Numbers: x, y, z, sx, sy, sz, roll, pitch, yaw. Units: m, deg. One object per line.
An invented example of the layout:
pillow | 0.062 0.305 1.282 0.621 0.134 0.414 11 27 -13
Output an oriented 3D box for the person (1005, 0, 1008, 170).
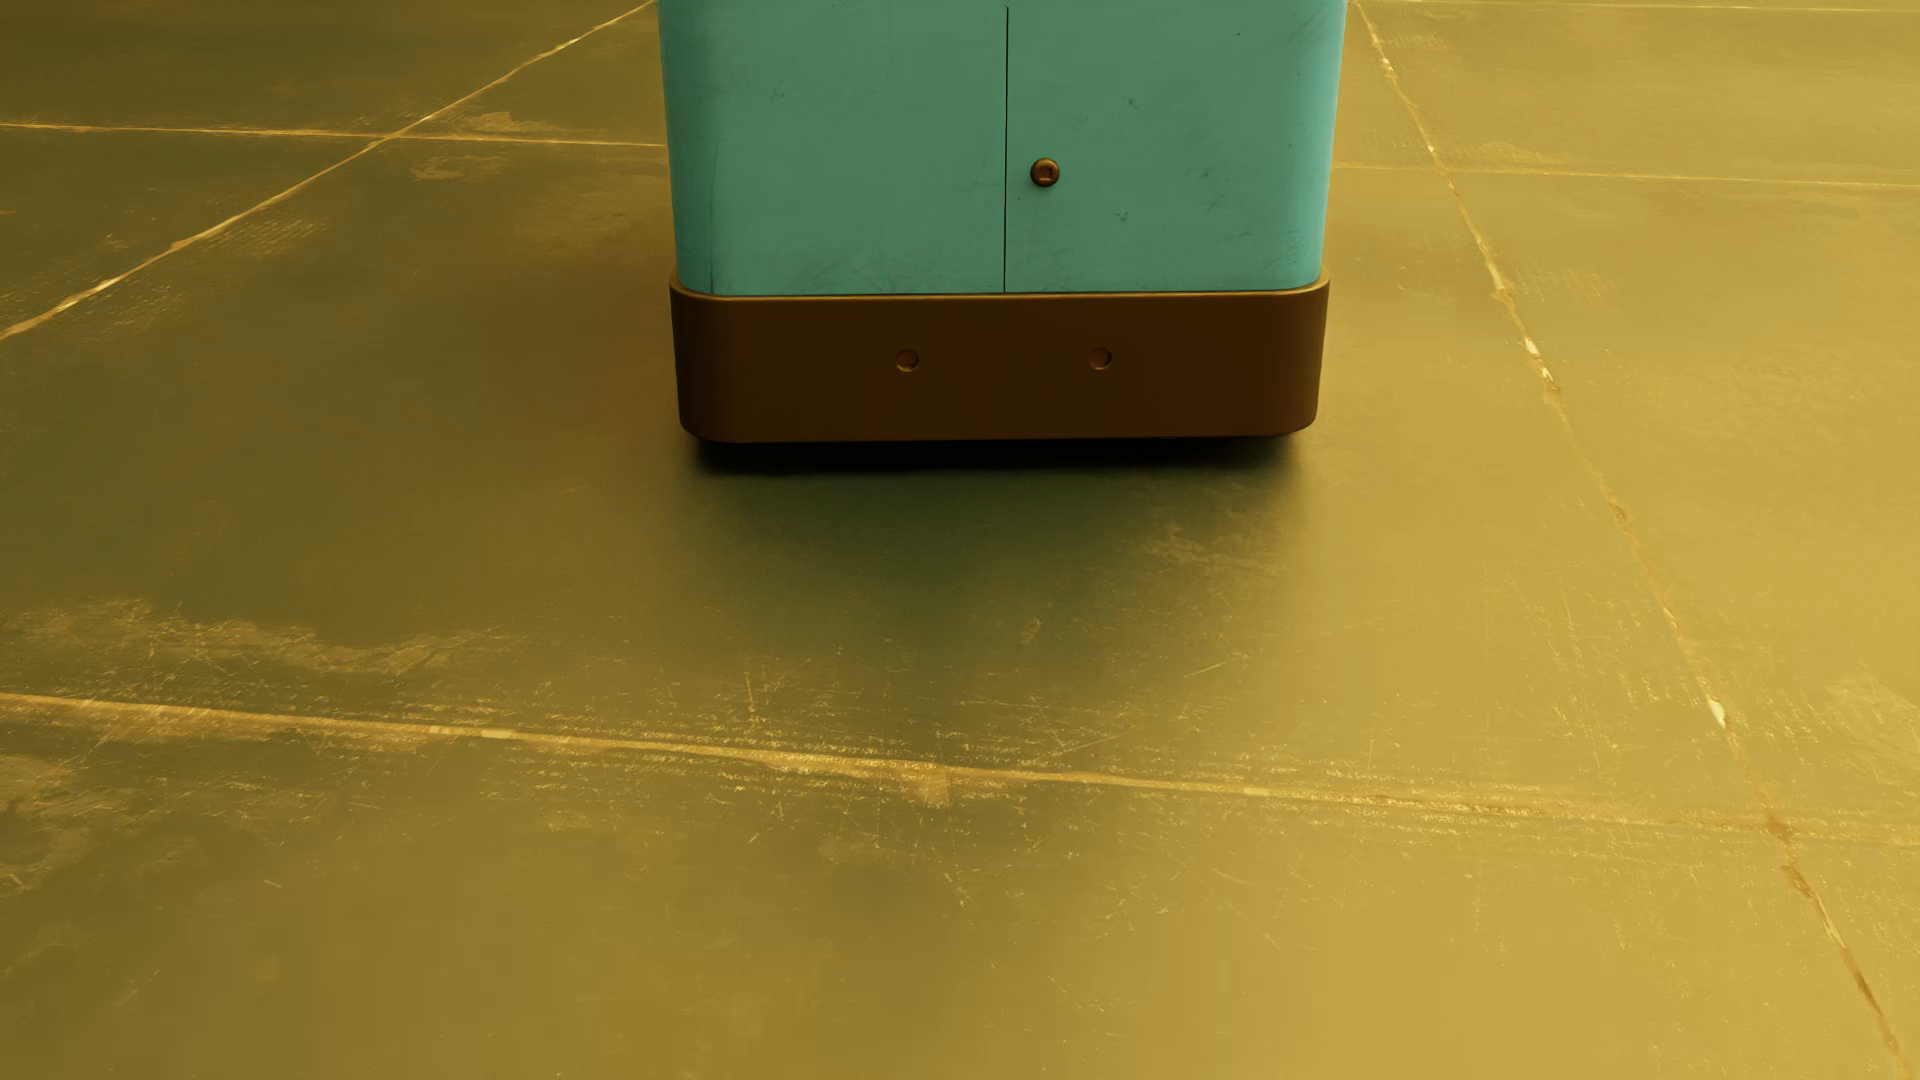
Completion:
person | 0.086 -1.035 2.721 0.795 1.648 0.630 23 34 38

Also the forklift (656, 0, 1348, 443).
forklift | 0.019 -2.082 3.391 1.130 2.935 3.031 -1 27 -2
